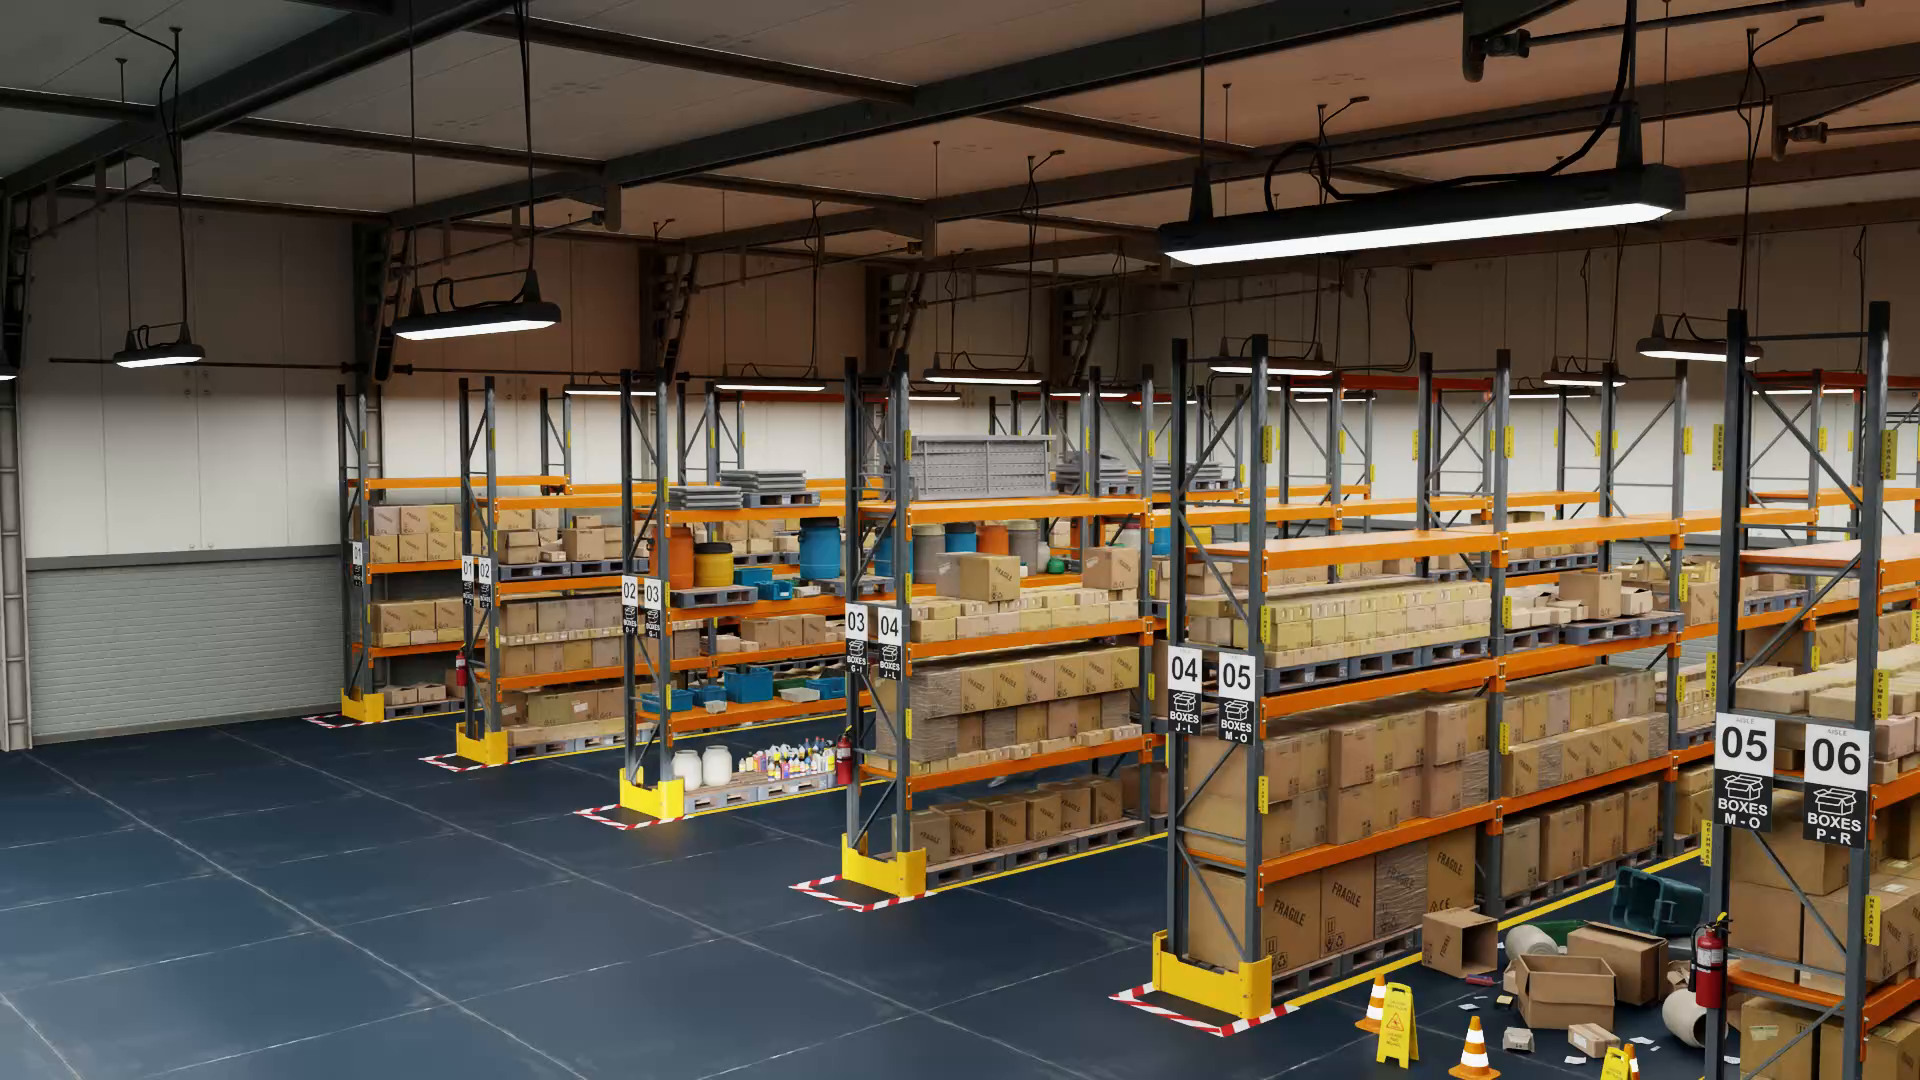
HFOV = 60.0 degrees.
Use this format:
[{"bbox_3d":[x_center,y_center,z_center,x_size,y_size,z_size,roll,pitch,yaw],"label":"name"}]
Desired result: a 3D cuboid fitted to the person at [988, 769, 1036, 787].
[{"bbox_3d":[0.766,2.811,24.259,1.025,1.510,0.592,-3,5,-41],"label":"person"}]
